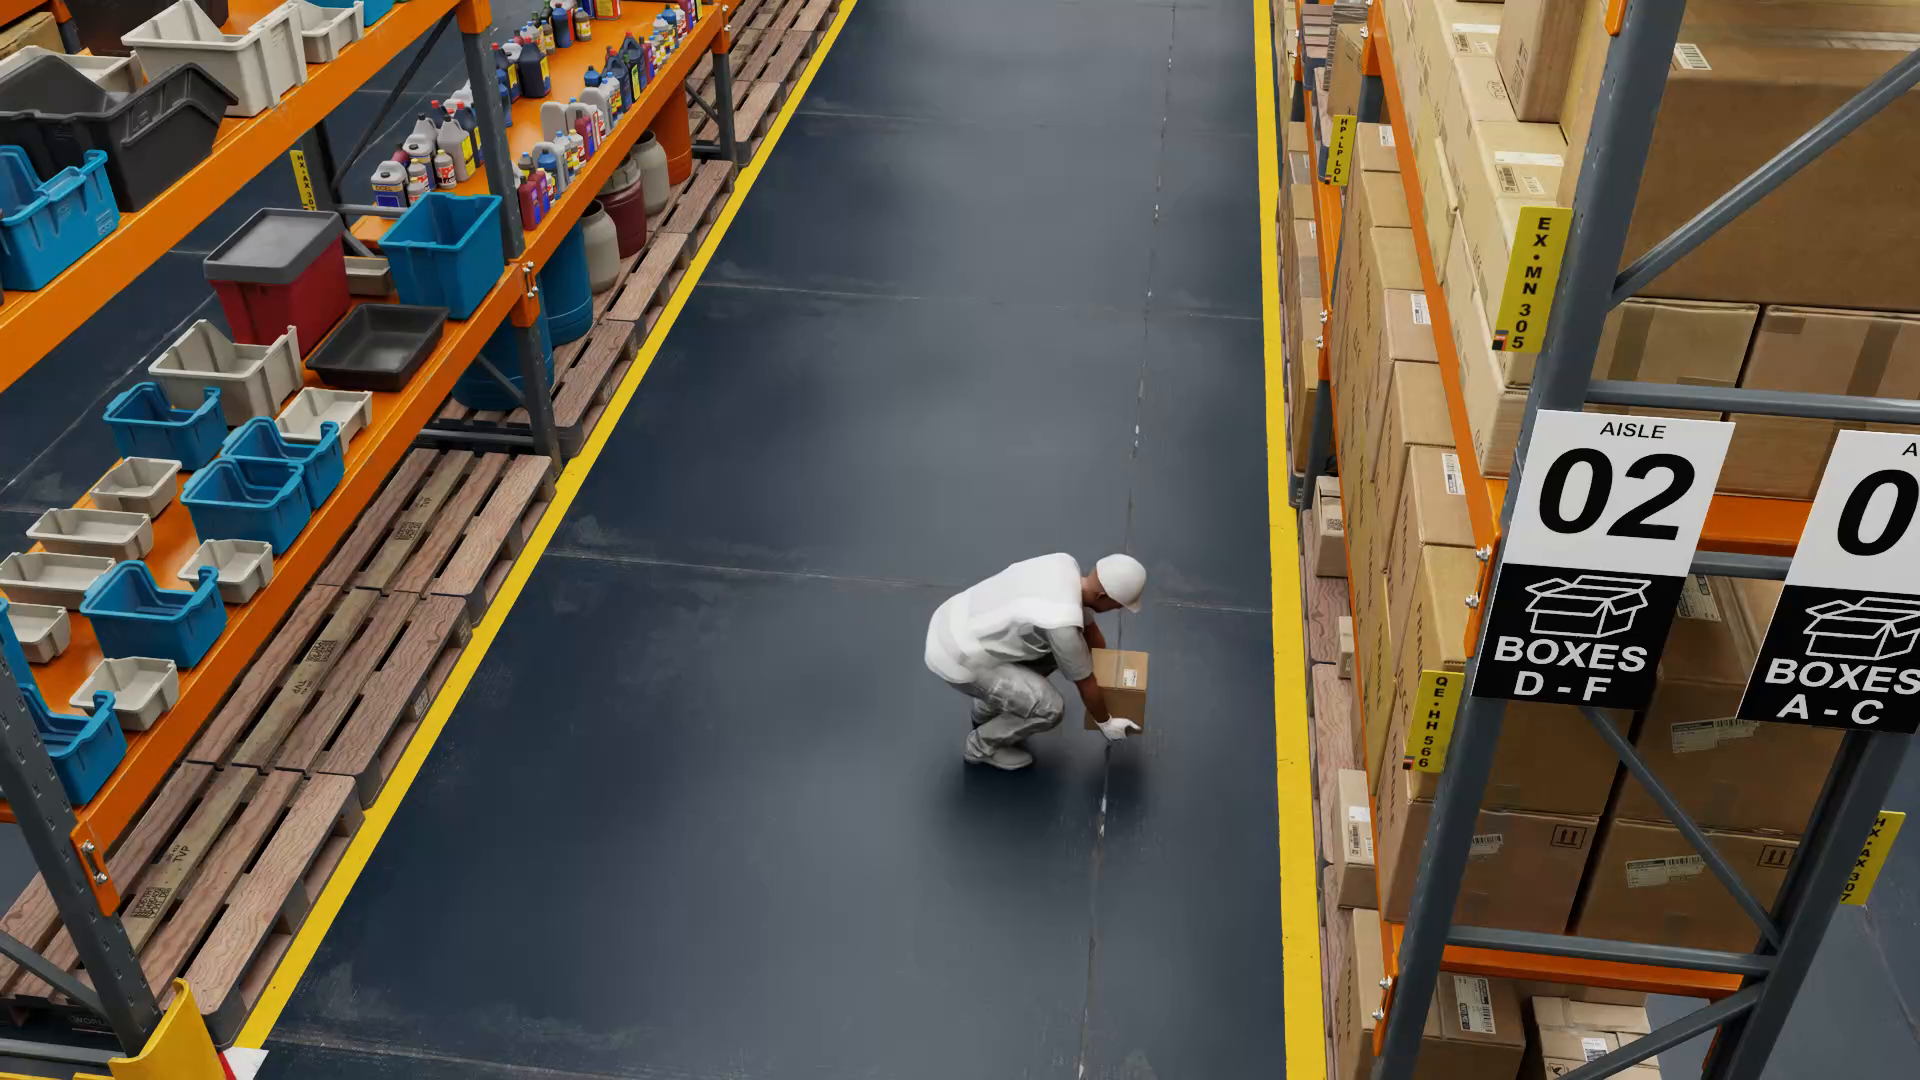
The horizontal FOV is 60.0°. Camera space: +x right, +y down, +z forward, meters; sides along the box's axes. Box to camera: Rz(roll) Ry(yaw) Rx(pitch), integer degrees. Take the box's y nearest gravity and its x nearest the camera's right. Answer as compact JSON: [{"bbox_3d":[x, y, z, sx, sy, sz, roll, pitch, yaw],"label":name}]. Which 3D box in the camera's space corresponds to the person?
[{"bbox_3d":[0.324,0.471,7.048,0.934,0.998,0.557,3,36,5],"label":"person"}]
